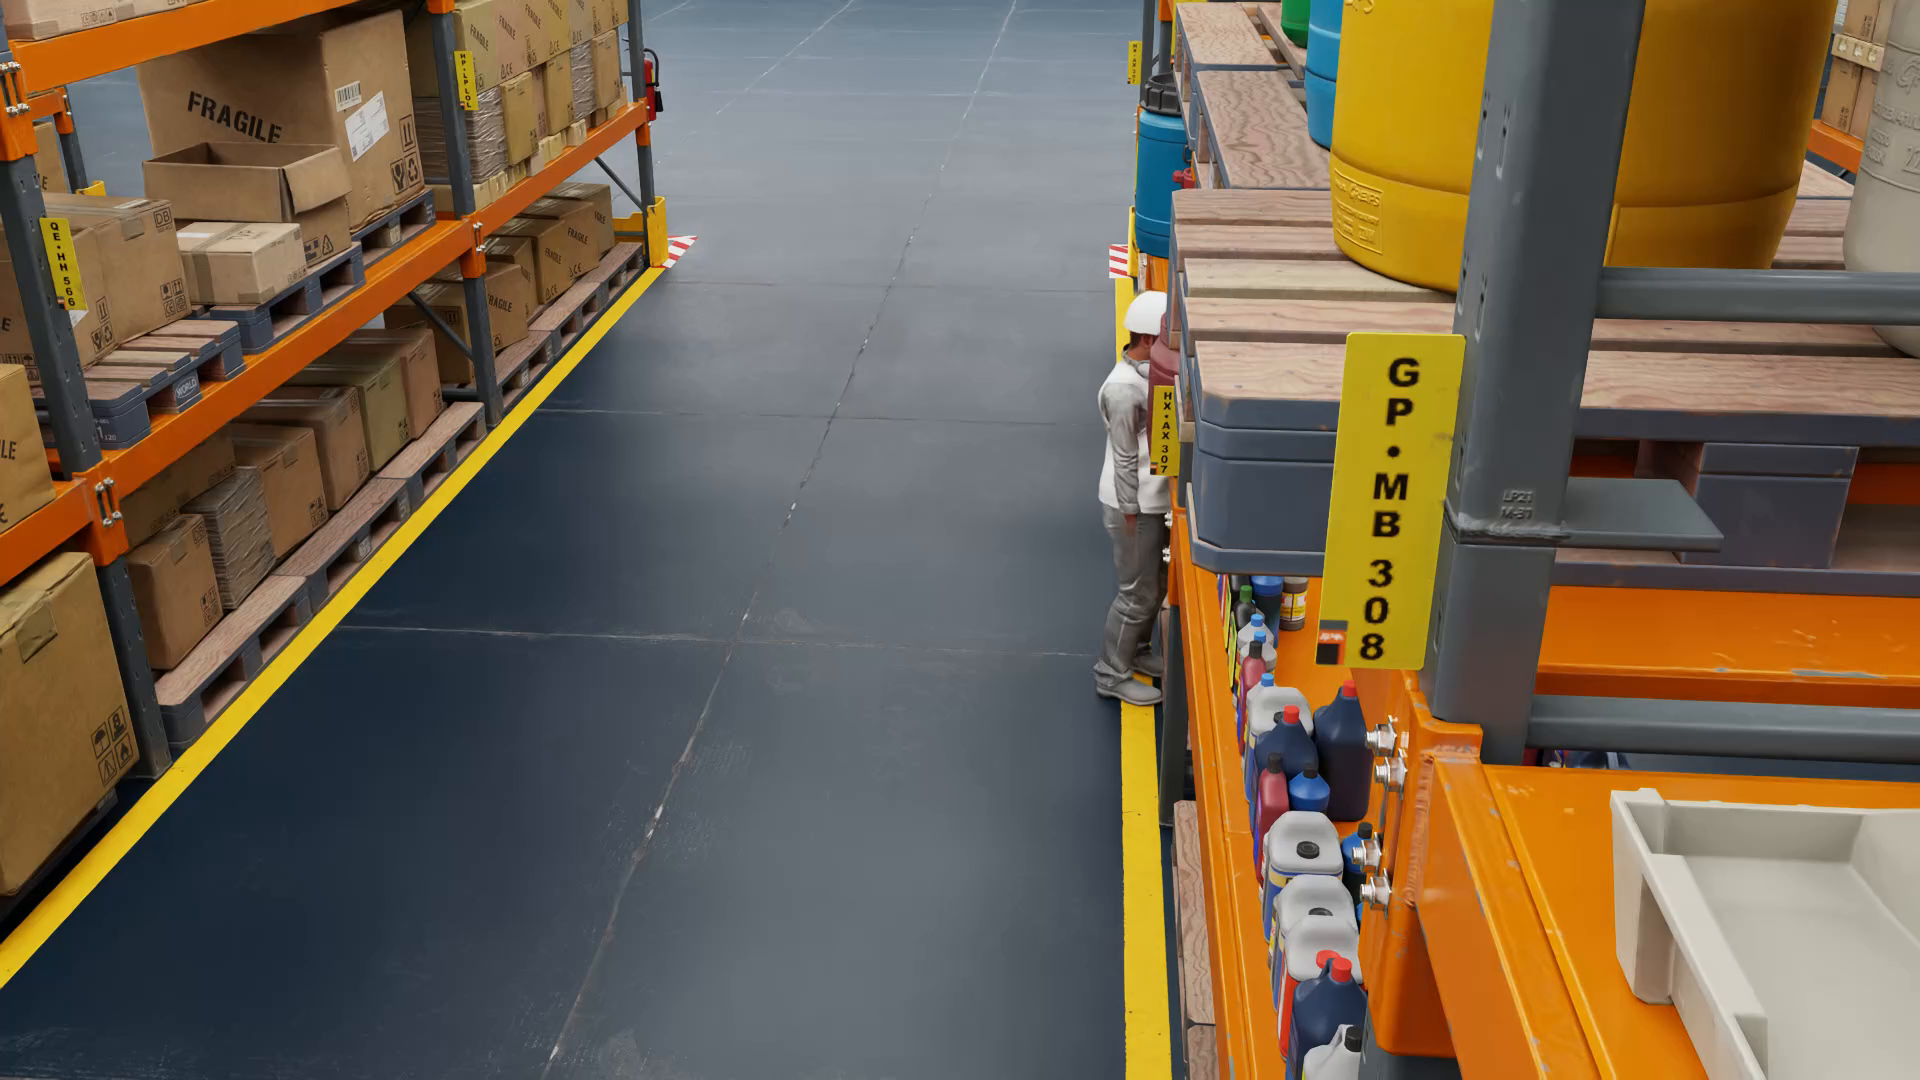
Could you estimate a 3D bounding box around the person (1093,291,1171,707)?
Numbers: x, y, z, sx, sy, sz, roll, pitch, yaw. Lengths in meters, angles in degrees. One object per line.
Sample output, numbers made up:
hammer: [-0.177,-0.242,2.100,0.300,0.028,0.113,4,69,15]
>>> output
person: [0.779,-0.181,6.985,0.358,1.766,0.533,10,26,21]
